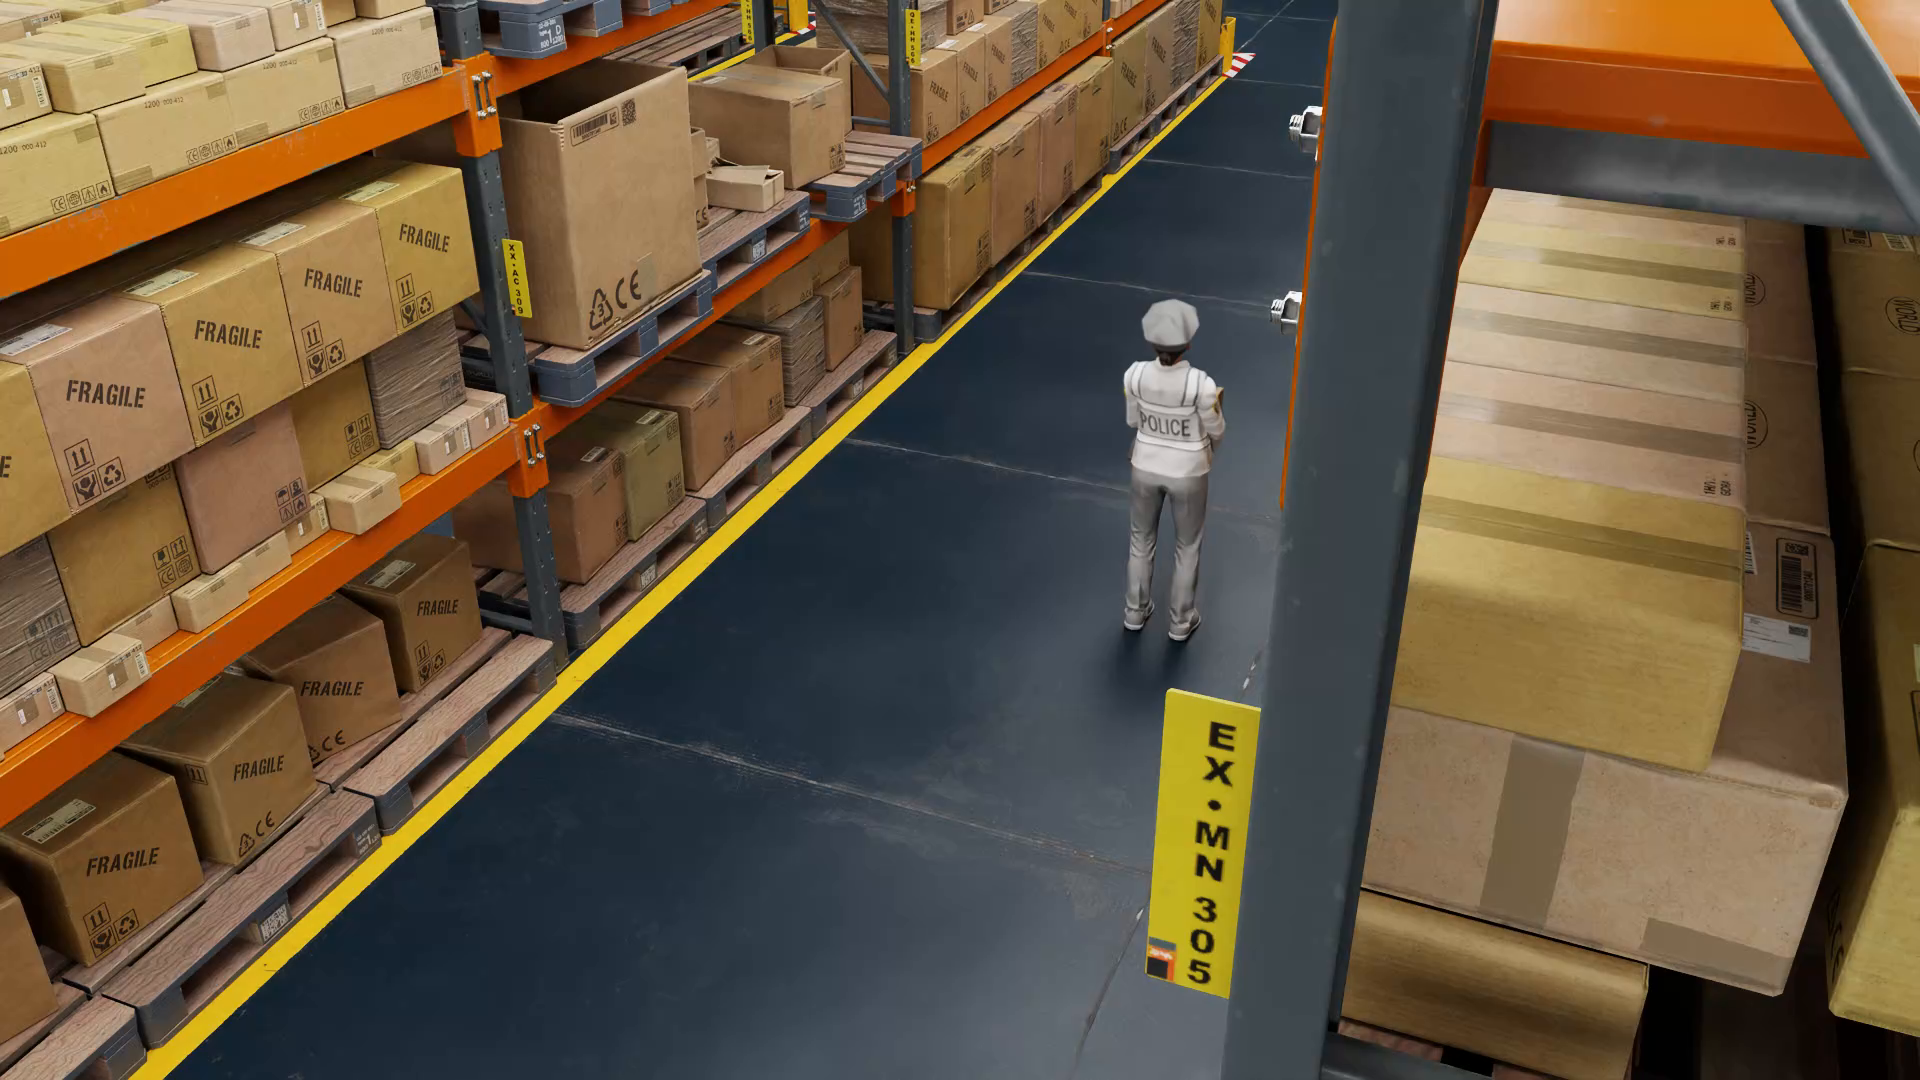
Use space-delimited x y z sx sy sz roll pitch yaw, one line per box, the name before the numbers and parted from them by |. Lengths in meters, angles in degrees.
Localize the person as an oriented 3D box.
person | 0.987 -0.346 7.705 0.460 1.686 0.564 12 32 19
